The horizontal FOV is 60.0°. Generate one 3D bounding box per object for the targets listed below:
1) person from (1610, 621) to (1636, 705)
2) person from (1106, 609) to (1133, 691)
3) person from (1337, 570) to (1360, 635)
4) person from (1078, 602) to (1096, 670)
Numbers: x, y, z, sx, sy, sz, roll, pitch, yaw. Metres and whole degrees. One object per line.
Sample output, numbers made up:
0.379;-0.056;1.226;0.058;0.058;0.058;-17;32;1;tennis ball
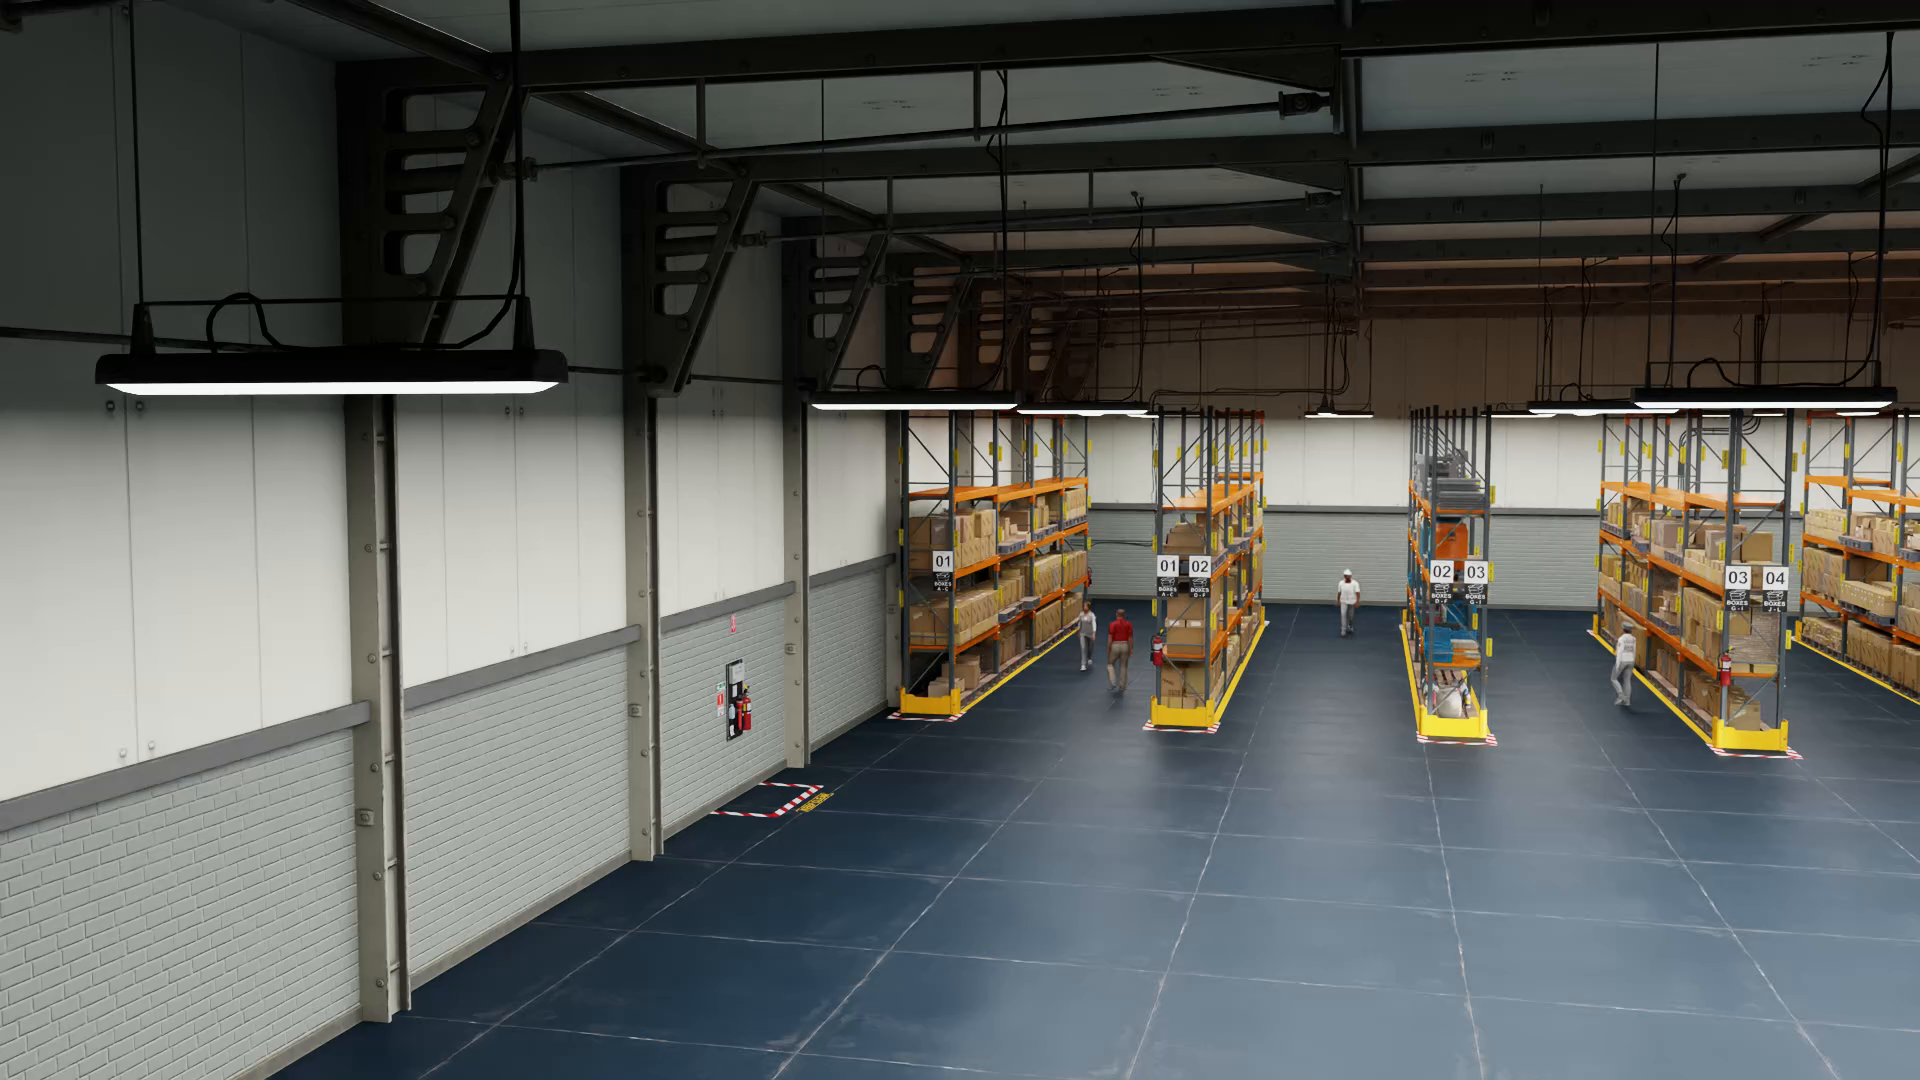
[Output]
13.334;2.479;33.329;0.504;1.678;0.421;-1;4;-9;person
3.388;2.349;35.291;0.576;1.767;0.410;-1;4;-12;person
10.380;1.664;44.478;0.605;1.708;1.085;1;4;17;person
2.933;2.181;38.297;0.418;1.516;1.008;0;4;5;person
